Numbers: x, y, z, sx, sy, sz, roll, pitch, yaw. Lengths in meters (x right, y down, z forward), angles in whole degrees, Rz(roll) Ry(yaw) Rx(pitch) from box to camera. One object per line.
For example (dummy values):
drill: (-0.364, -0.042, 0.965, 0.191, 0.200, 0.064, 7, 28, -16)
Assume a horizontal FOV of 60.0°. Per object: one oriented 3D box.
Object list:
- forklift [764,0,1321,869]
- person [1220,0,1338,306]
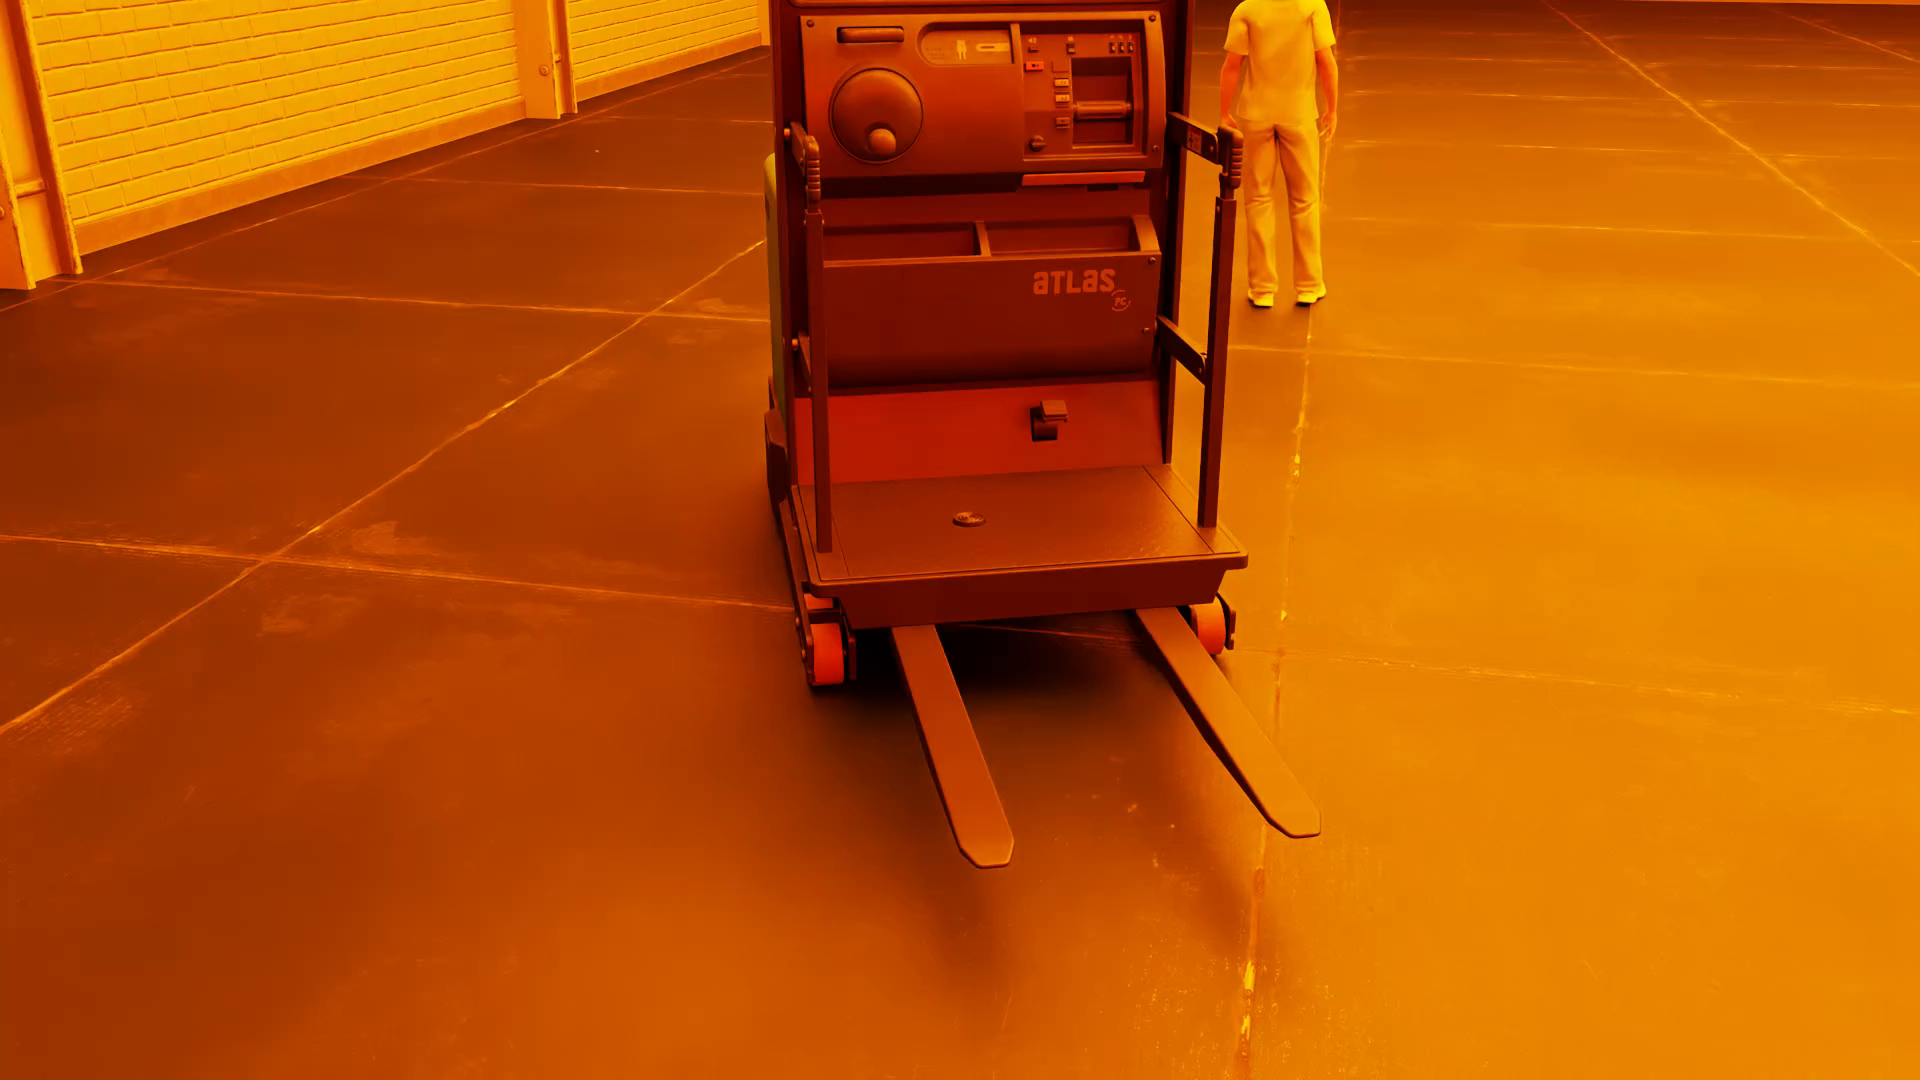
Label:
forklift: (0.104, -1.131, 4.040, 1.130, 2.935, 3.031, -4, 22, -9)
person: (1.458, -1.909, 7.596, 0.543, 1.676, 0.545, 5, 23, 12)
